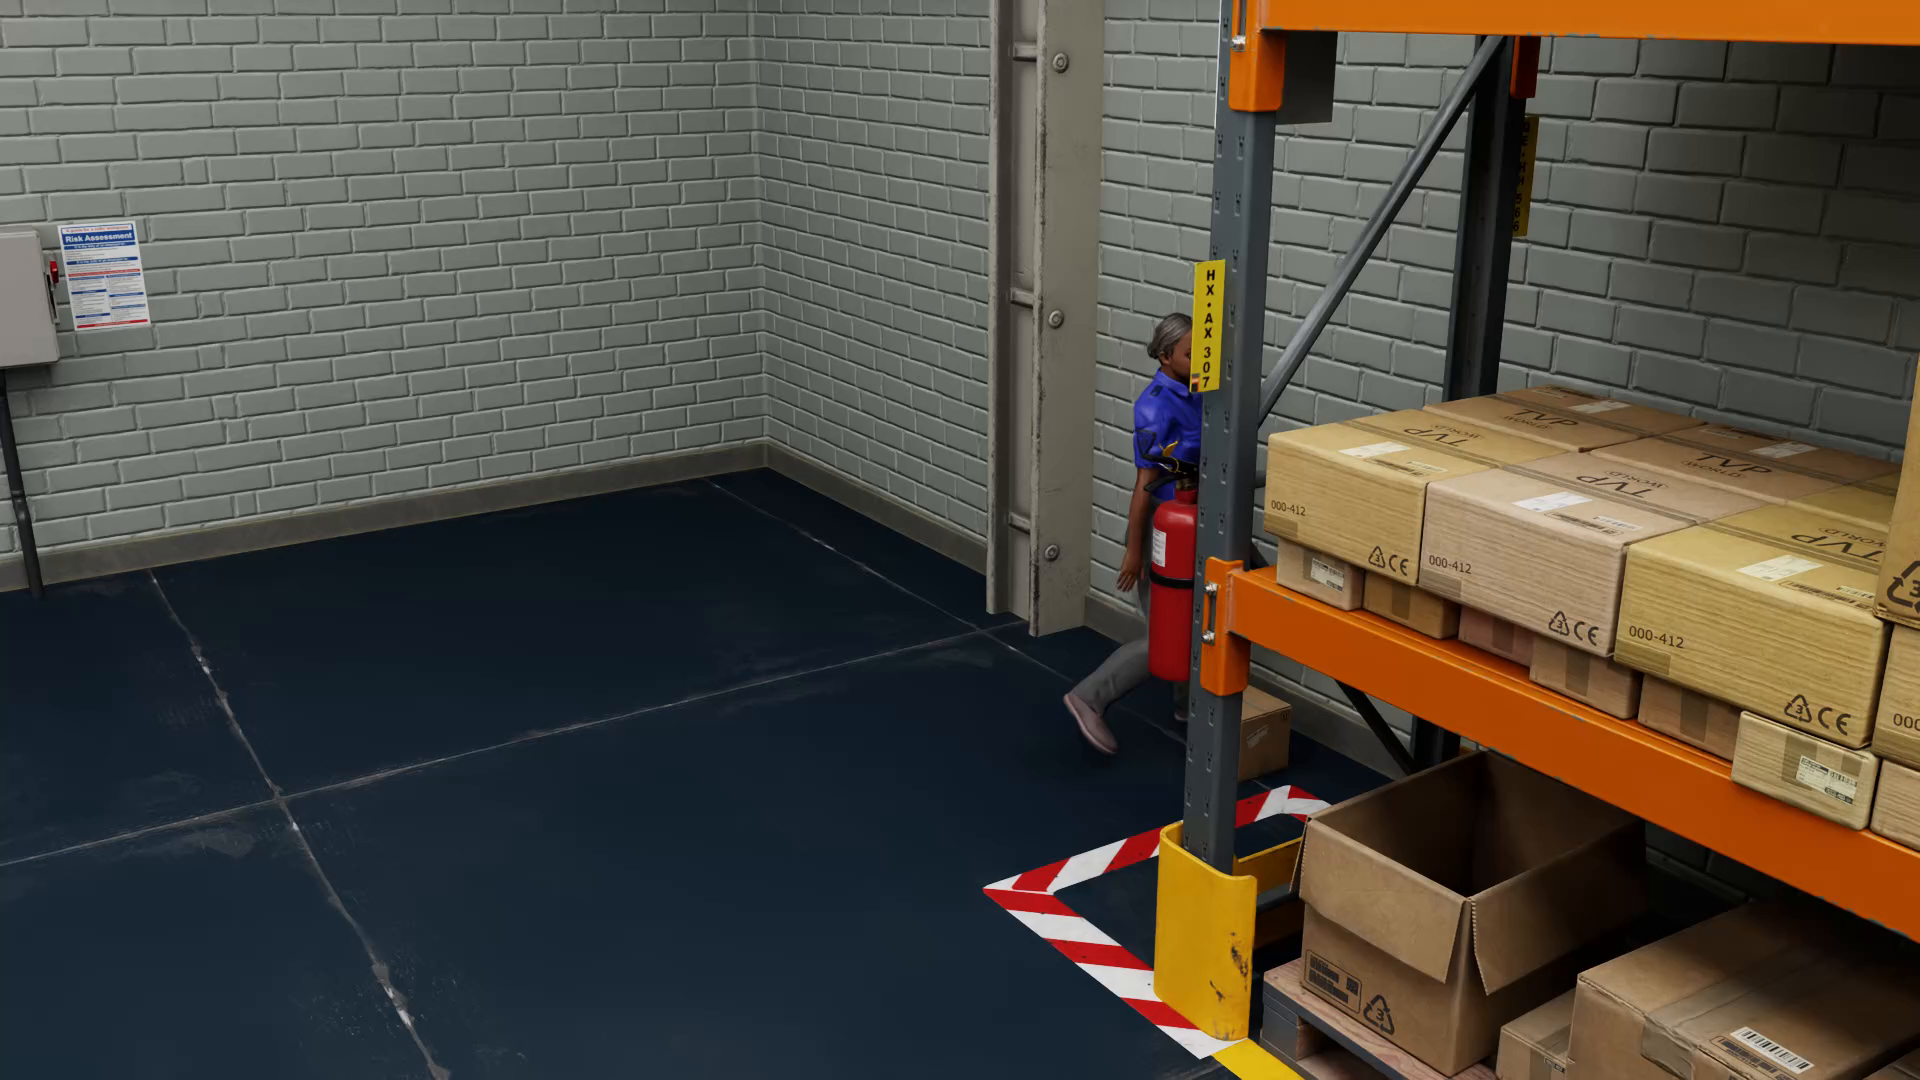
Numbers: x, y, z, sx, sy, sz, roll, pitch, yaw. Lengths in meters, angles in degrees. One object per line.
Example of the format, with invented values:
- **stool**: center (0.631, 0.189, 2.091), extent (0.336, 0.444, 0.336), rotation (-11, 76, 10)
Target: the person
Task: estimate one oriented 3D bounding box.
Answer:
- **person**: center (0.747, -0.020, 6.113), extent (0.600, 1.641, 0.646), rotation (8, 20, 23)
